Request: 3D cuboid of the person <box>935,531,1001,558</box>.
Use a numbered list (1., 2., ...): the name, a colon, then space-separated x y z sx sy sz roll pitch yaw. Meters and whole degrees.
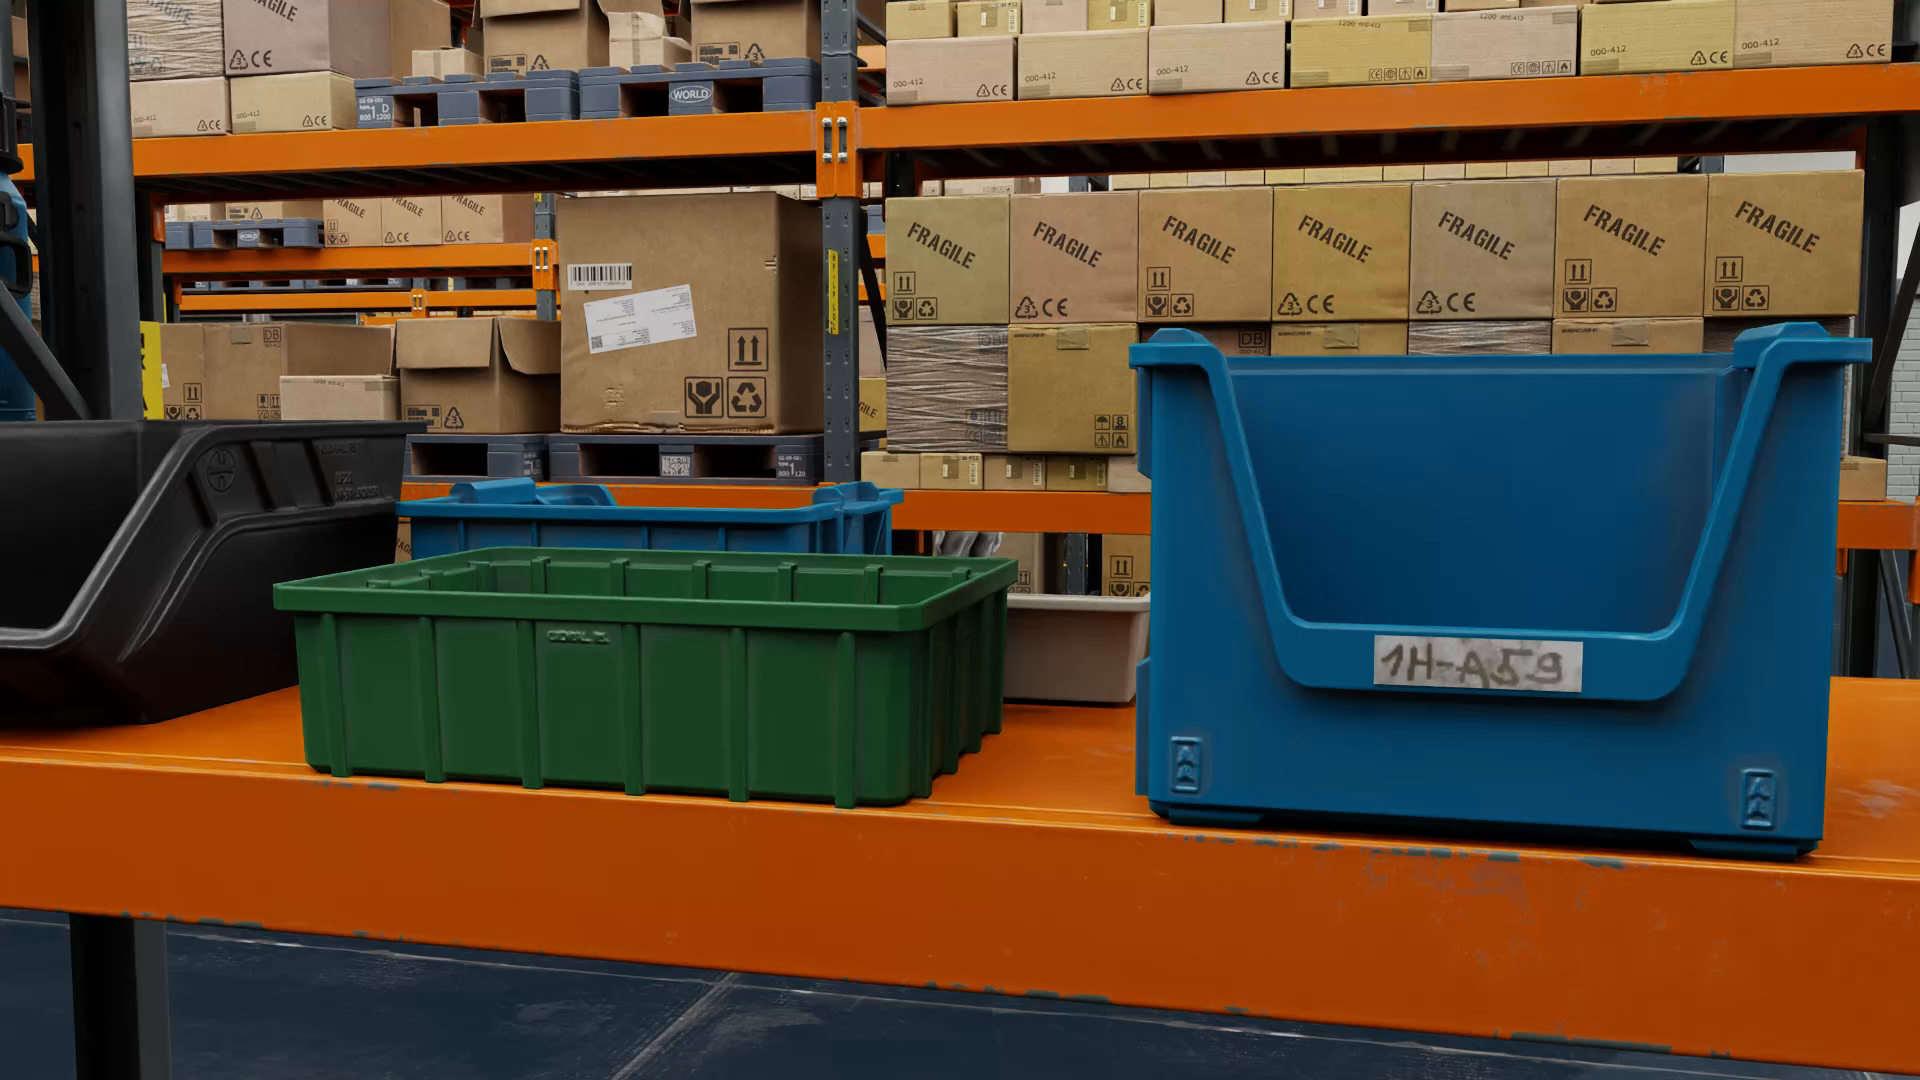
1. person: 0.041 -0.064 10.390 0.528 1.690 0.343 -4 6 -38
